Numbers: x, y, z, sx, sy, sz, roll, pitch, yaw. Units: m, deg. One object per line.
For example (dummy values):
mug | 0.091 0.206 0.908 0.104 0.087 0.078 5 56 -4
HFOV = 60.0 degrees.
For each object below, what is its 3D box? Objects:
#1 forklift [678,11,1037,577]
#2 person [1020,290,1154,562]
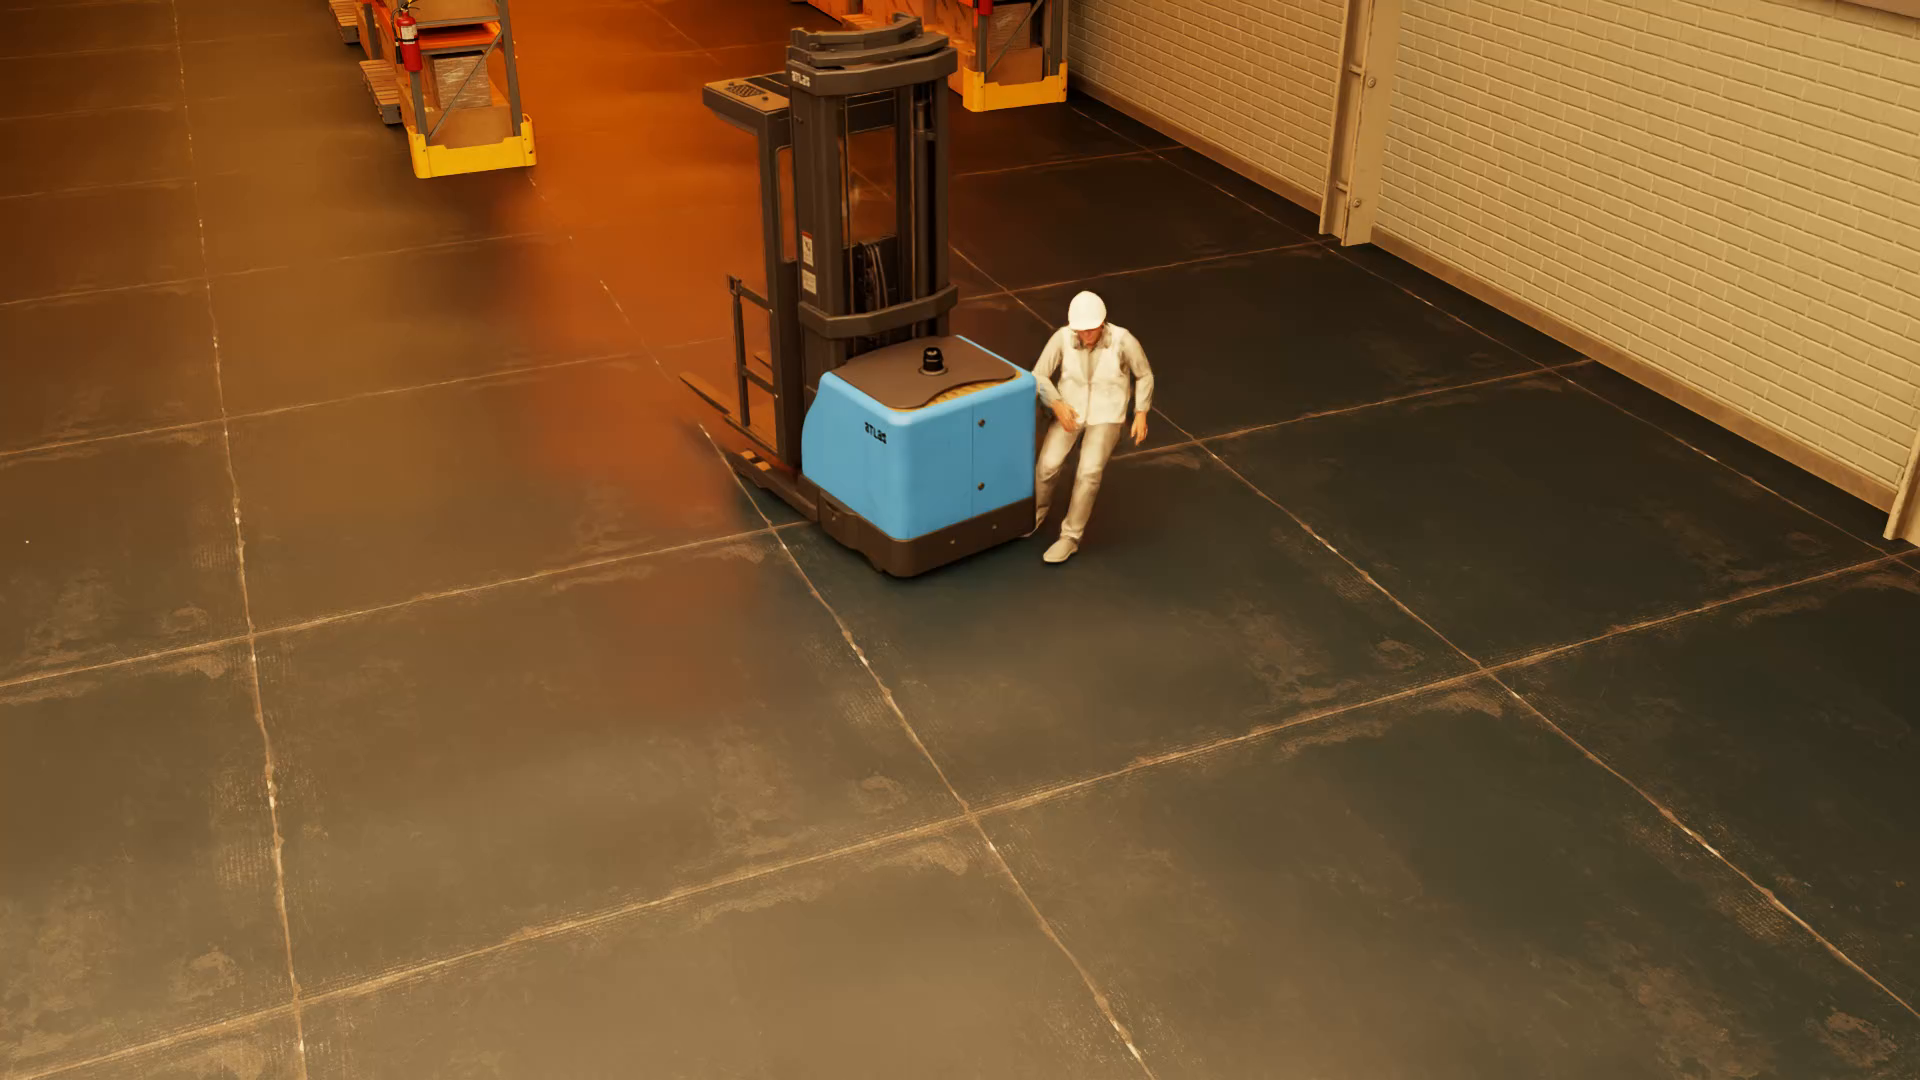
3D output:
forklift | -0.814 -1.736 10.155 1.130 2.935 3.031 -20 35 -31
person | 0.718 -0.679 9.807 0.784 1.565 0.921 5 30 9
